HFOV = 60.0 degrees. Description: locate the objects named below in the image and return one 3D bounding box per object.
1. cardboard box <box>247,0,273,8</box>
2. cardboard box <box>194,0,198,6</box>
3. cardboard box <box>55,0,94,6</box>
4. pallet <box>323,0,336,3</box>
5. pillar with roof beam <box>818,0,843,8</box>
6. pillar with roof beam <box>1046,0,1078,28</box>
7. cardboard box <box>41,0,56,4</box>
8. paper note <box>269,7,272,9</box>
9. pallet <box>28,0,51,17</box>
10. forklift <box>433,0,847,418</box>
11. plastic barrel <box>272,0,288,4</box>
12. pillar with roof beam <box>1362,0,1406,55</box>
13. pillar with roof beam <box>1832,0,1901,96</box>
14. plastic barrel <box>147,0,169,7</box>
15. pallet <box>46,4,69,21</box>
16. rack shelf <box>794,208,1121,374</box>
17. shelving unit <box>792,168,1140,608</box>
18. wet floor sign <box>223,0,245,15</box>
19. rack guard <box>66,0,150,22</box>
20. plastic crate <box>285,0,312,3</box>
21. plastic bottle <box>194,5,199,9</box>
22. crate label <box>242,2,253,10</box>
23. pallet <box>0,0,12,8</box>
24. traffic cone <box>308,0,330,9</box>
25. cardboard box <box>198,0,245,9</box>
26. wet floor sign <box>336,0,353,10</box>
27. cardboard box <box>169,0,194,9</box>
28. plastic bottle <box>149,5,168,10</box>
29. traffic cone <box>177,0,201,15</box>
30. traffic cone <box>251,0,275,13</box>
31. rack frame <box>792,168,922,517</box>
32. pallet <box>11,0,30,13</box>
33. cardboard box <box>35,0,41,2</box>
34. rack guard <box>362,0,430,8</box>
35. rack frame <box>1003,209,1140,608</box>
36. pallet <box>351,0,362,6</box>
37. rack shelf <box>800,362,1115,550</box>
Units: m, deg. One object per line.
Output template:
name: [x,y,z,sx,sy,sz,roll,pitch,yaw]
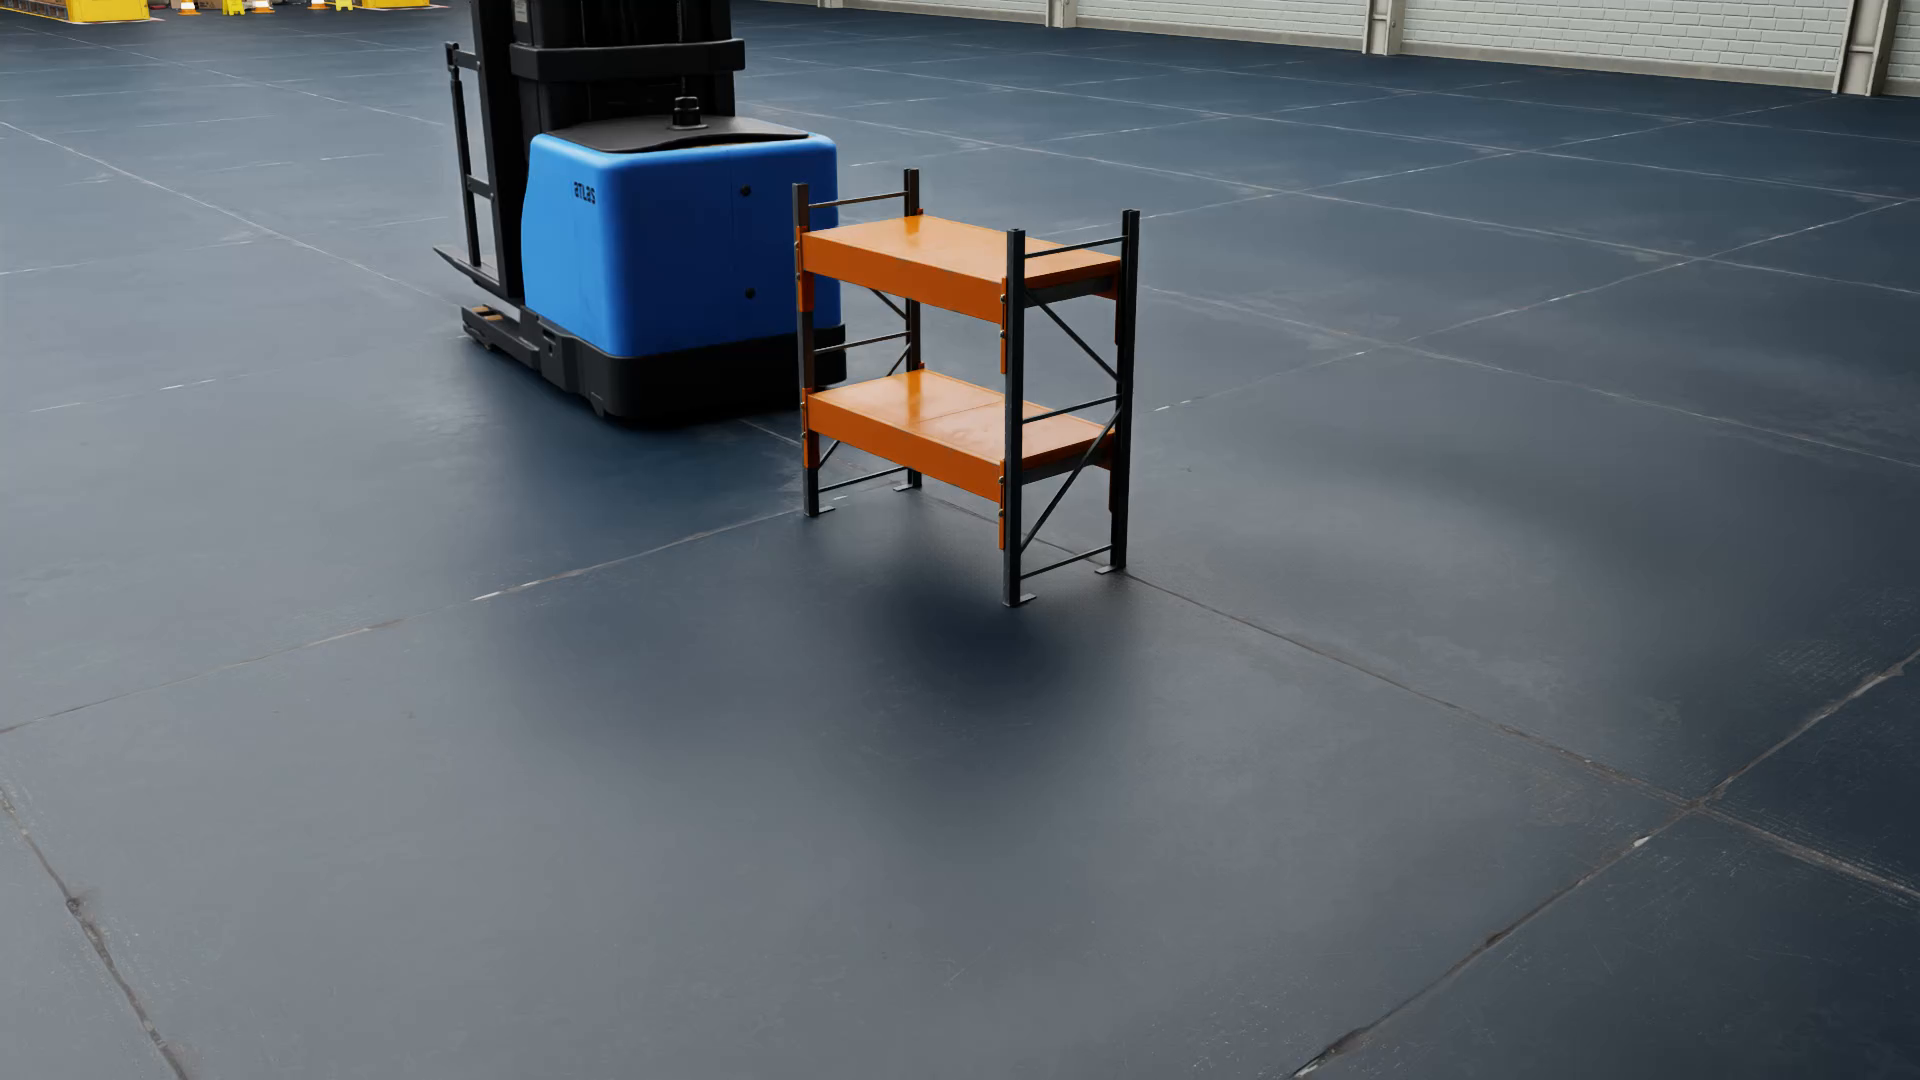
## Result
cardboard box: [-12.628,-9.675,29.983,0.380,0.149,0.250,-4,22,-10]
cardboard box: [-13.923,-10.162,30.552,0.797,0.637,0.503,-17,27,-37]
cardboard box: [-14.419,-9.293,27.436,0.875,0.875,0.875,-17,27,-37]
pallet: [-11.587,-10.414,31.784,1.003,0.211,1.213,-17,27,-37]
pillar with roof beam: [-5.601,-12.822,25.882,9.100,9.000,0.400,-17,27,-37]
pillar with roof beam: [-1.684,-11.165,21.650,9.100,9.000,0.400,-17,27,-37]
cardboard box: [-14.995,-9.536,28.055,0.875,0.875,0.875,-18,28,-38]
paper note: [-12.367,-9.527,29.765,0.142,0.019,0.148,12,24,27]
pallet: [-15.300,-9.156,28.572,1.003,0.211,1.213,-17,27,-37]
forklift: [-1.704,-2.330,7.413,1.130,2.935,3.031,-13,25,-30]
plastic barrel: [-12.737,-10.132,30.773,0.512,0.421,0.421,0,21,-1]
pillar with roof beam: [2.232,-9.507,17.417,9.100,9.000,0.400,-17,27,-37]
pillar with roof beam: [6.149,-7.849,13.185,9.100,9.000,0.400,-17,27,-37]
plastic barrel: [-14.635,-9.873,30.110,0.512,0.421,0.421,0,21,-1]
pallet: [-14.507,-8.819,27.712,1.003,0.211,1.213,-17,27,-37]
rack shelf: [-0.004,-0.798,5.177,0.538,0.278,1.000,-17,27,-37]
shelving unit: [-0.004,-0.526,5.284,0.538,1.125,1.048,-17,27,-37]
wet floor sign: [-12.407,-9.283,28.299,0.232,0.644,0.267,17,27,36]
rack guard: [-13.911,-8.745,27.126,1.175,0.500,0.348,-17,27,-37]
plastic crate: [-12.450,-10.238,31.515,0.583,0.080,0.402,12,24,27]
plastic bottle: [-13.713,-9.497,29.648,0.283,0.061,0.133,12,24,27]
crate label: [-12.679,-9.445,29.410,0.298,0.136,0.250,7,23,18]
pallet: [-17.098,-9.917,30.515,1.003,0.211,1.213,-17,27,-37]
traffic cone: [-11.500,-9.752,29.749,0.336,0.463,0.334,-17,27,-37]
cardboard box: [-13.307,-9.842,29.922,0.637,0.503,0.797,3,22,9]
wet floor sign: [-10.929,-9.718,29.412,0.267,0.644,0.232,-8,23,-19]
cardboard box: [-14.020,-9.711,29.914,0.396,0.266,0.258,-12,25,-28]
plastic bottle: [-14.284,-9.494,29.639,0.133,0.061,0.283,12,24,27]
traffic cone: [-13.197,-9.219,28.387,0.336,0.463,0.334,-17,27,-37]
traffic cone: [-12.119,-9.394,28.834,0.336,0.463,0.334,-17,27,-37]
rack frame: [-0.336,-0.666,5.642,0.500,1.125,0.032,-17,27,-37]
pallet: [-16.100,-9.493,29.433,1.003,0.211,1.213,-17,27,-37]
cardboard box: [-15.588,-9.788,28.700,0.875,0.875,0.875,-17,27,-37]
rack guard: [-10.292,-9.979,30.276,1.175,0.500,0.348,-17,27,-37]
rack frame: [0.327,-0.385,4.925,0.500,1.125,0.032,-17,27,-37]
pallet: [-10.795,-10.077,30.923,1.003,0.211,1.213,-17,27,-37]
rack shelf: [-0.004,-0.298,5.373,0.538,0.278,1.000,-17,27,-37]
